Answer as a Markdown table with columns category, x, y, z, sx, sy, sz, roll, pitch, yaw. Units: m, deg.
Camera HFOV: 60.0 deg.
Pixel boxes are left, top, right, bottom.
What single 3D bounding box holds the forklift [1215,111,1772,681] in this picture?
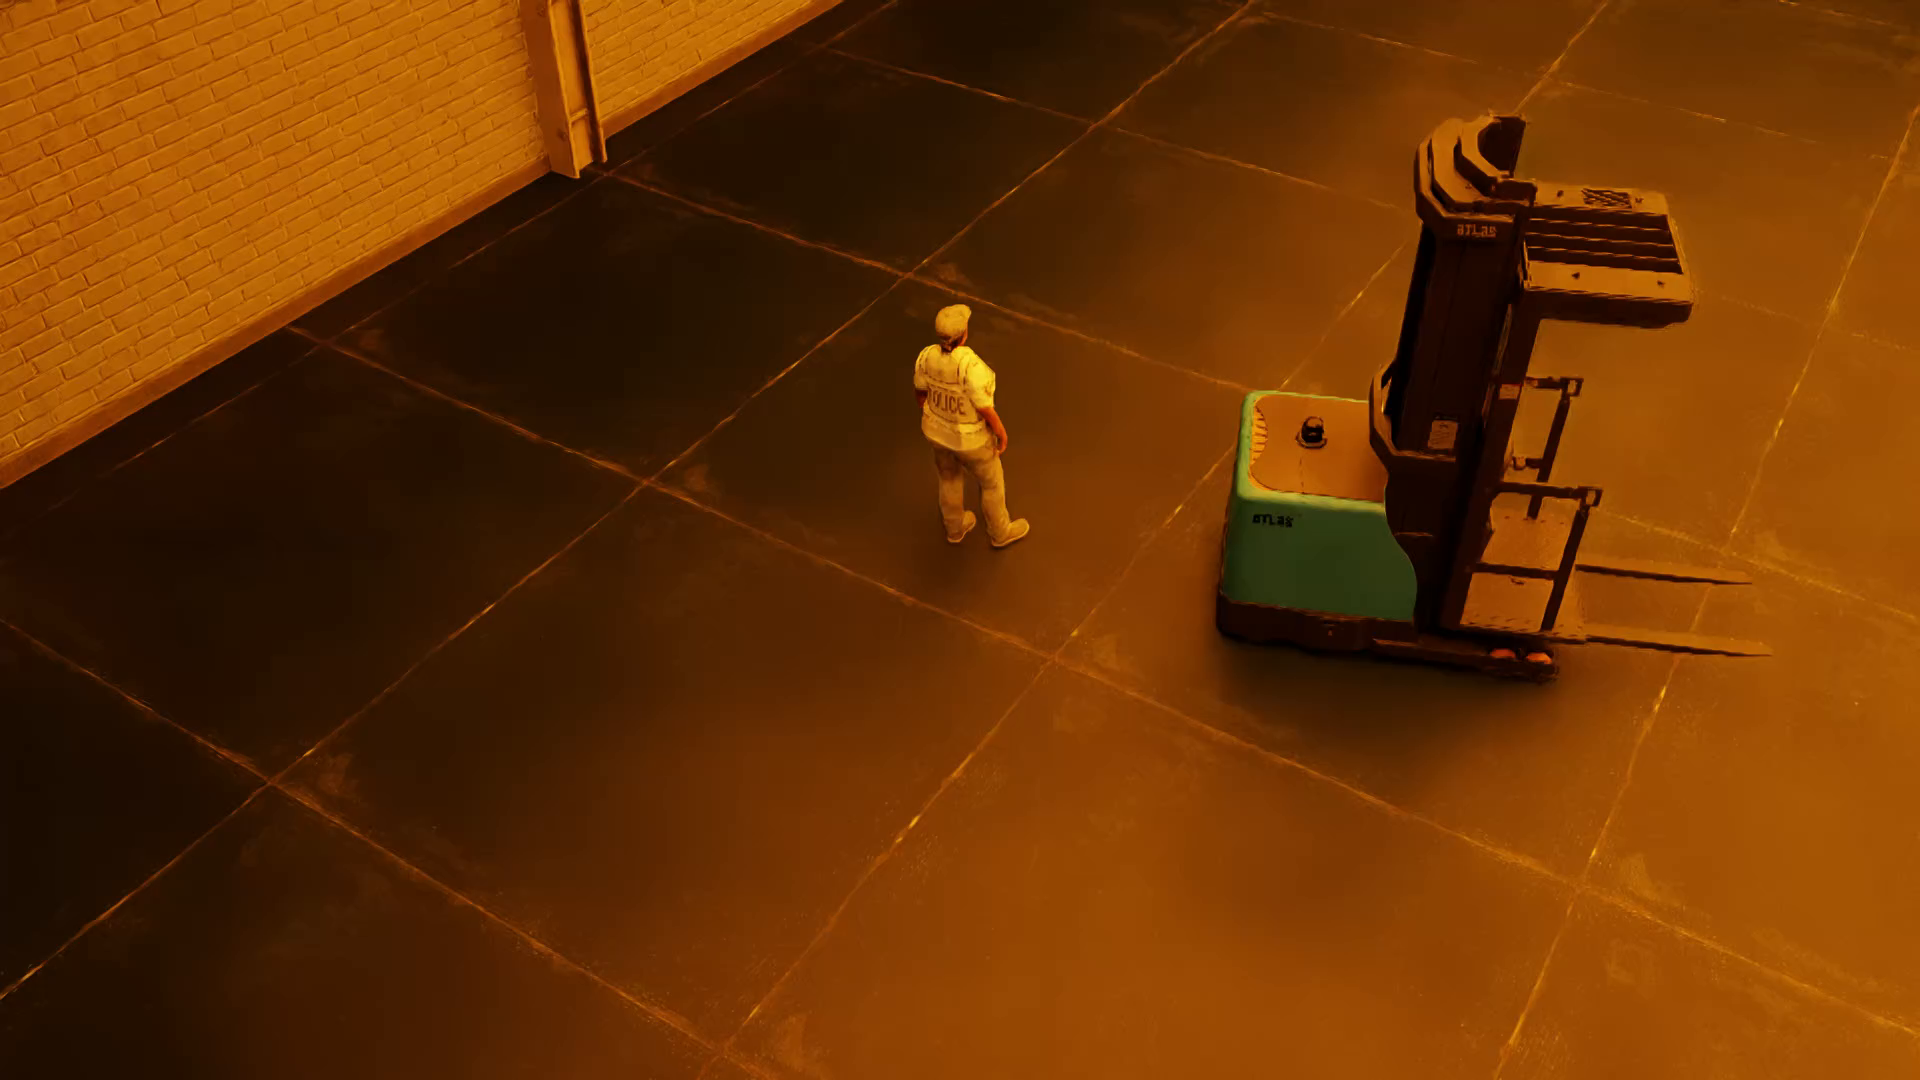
| category | x | y | z | sx | sy | sz | roll | pitch | yaw |
| --- | --- | --- | --- | --- | --- | --- | --- | --- | --- |
| forklift | 3.038 | -0.703 | 8.796 | 3.031 | 2.935 | 1.130 | 7 | 41 | 8 |

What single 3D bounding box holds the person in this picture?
| category | x | y | z | sx | sy | sz | roll | pitch | yaw |
| --- | --- | --- | --- | --- | --- | --- | --- | --- | --- |
| person | 0.060 | -0.675 | 9.731 | 0.598 | 1.669 | 0.529 | 22 | 45 | 24 |
